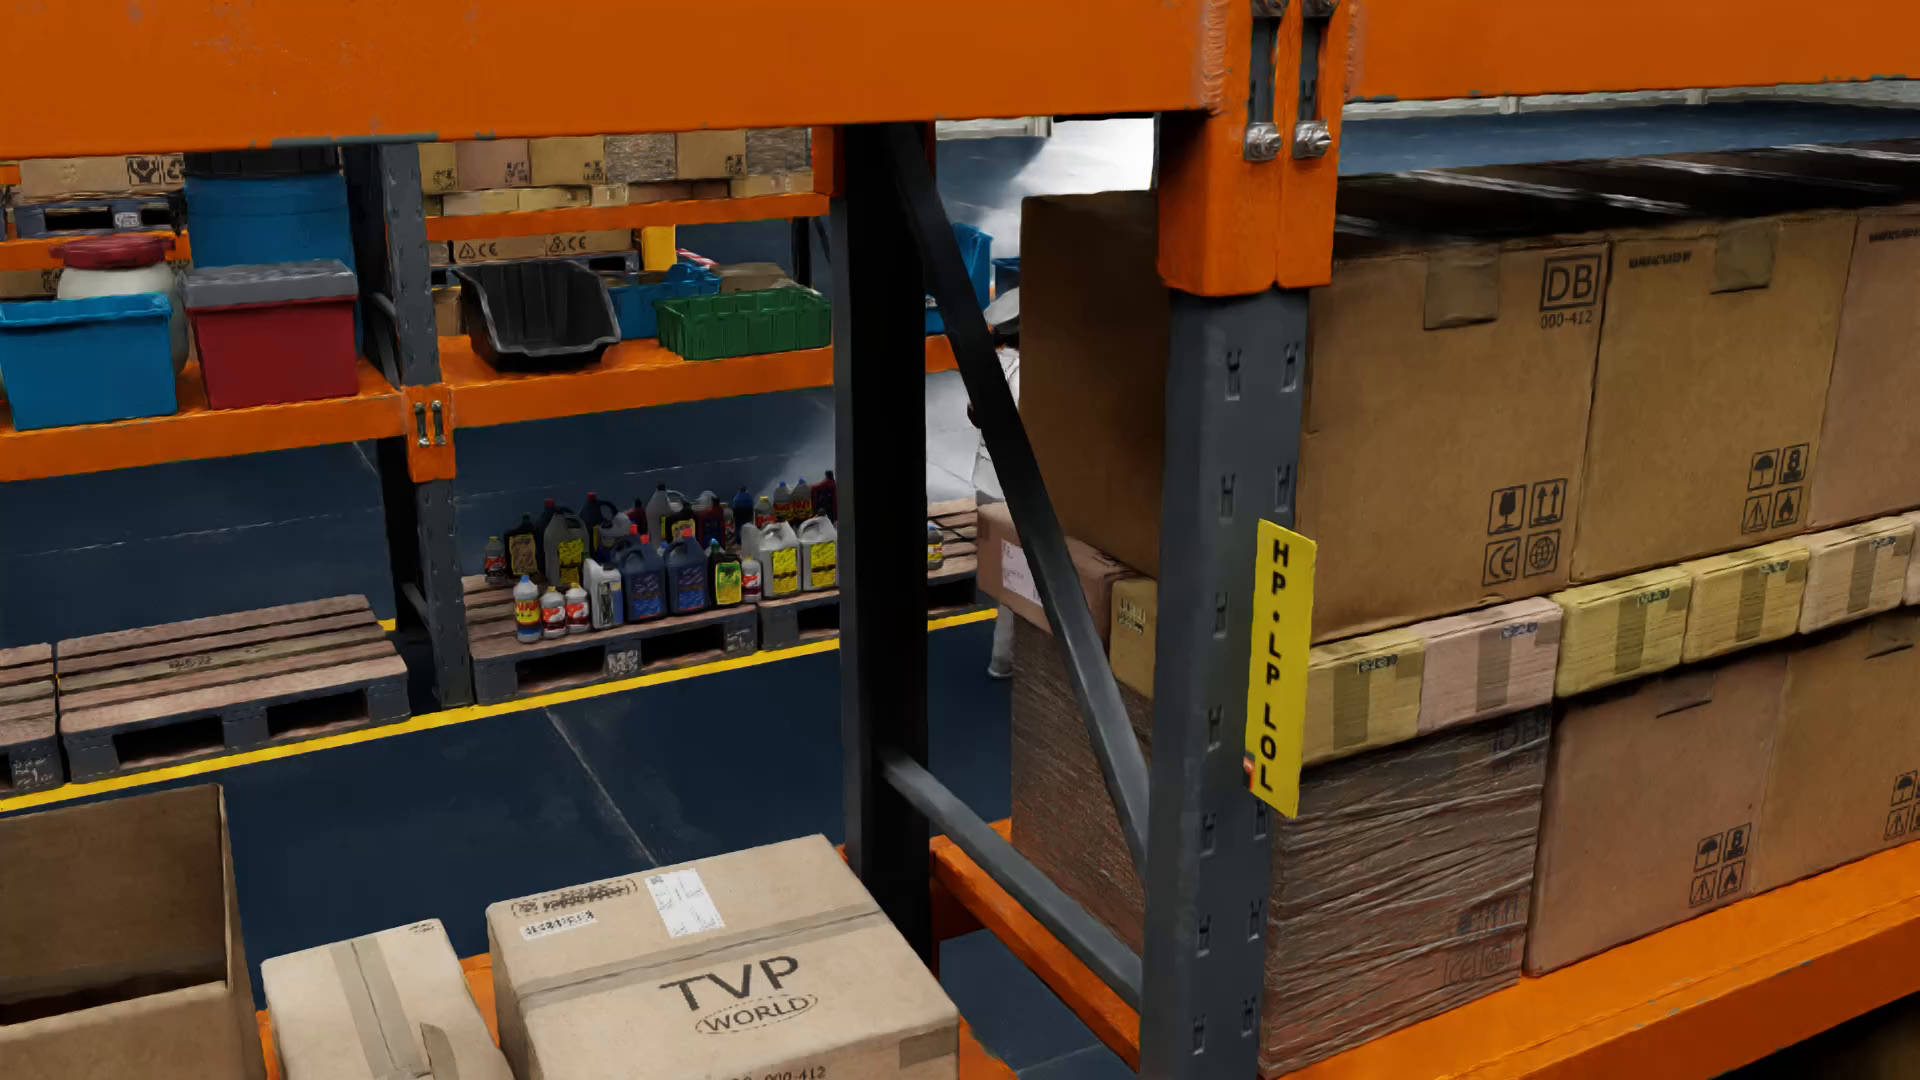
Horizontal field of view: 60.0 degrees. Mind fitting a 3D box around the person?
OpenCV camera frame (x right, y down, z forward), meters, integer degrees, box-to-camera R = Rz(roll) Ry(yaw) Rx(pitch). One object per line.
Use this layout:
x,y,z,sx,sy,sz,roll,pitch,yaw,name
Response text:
0.281,-0.211,6.698,0.469,1.670,0.626,-12,22,-32,person
